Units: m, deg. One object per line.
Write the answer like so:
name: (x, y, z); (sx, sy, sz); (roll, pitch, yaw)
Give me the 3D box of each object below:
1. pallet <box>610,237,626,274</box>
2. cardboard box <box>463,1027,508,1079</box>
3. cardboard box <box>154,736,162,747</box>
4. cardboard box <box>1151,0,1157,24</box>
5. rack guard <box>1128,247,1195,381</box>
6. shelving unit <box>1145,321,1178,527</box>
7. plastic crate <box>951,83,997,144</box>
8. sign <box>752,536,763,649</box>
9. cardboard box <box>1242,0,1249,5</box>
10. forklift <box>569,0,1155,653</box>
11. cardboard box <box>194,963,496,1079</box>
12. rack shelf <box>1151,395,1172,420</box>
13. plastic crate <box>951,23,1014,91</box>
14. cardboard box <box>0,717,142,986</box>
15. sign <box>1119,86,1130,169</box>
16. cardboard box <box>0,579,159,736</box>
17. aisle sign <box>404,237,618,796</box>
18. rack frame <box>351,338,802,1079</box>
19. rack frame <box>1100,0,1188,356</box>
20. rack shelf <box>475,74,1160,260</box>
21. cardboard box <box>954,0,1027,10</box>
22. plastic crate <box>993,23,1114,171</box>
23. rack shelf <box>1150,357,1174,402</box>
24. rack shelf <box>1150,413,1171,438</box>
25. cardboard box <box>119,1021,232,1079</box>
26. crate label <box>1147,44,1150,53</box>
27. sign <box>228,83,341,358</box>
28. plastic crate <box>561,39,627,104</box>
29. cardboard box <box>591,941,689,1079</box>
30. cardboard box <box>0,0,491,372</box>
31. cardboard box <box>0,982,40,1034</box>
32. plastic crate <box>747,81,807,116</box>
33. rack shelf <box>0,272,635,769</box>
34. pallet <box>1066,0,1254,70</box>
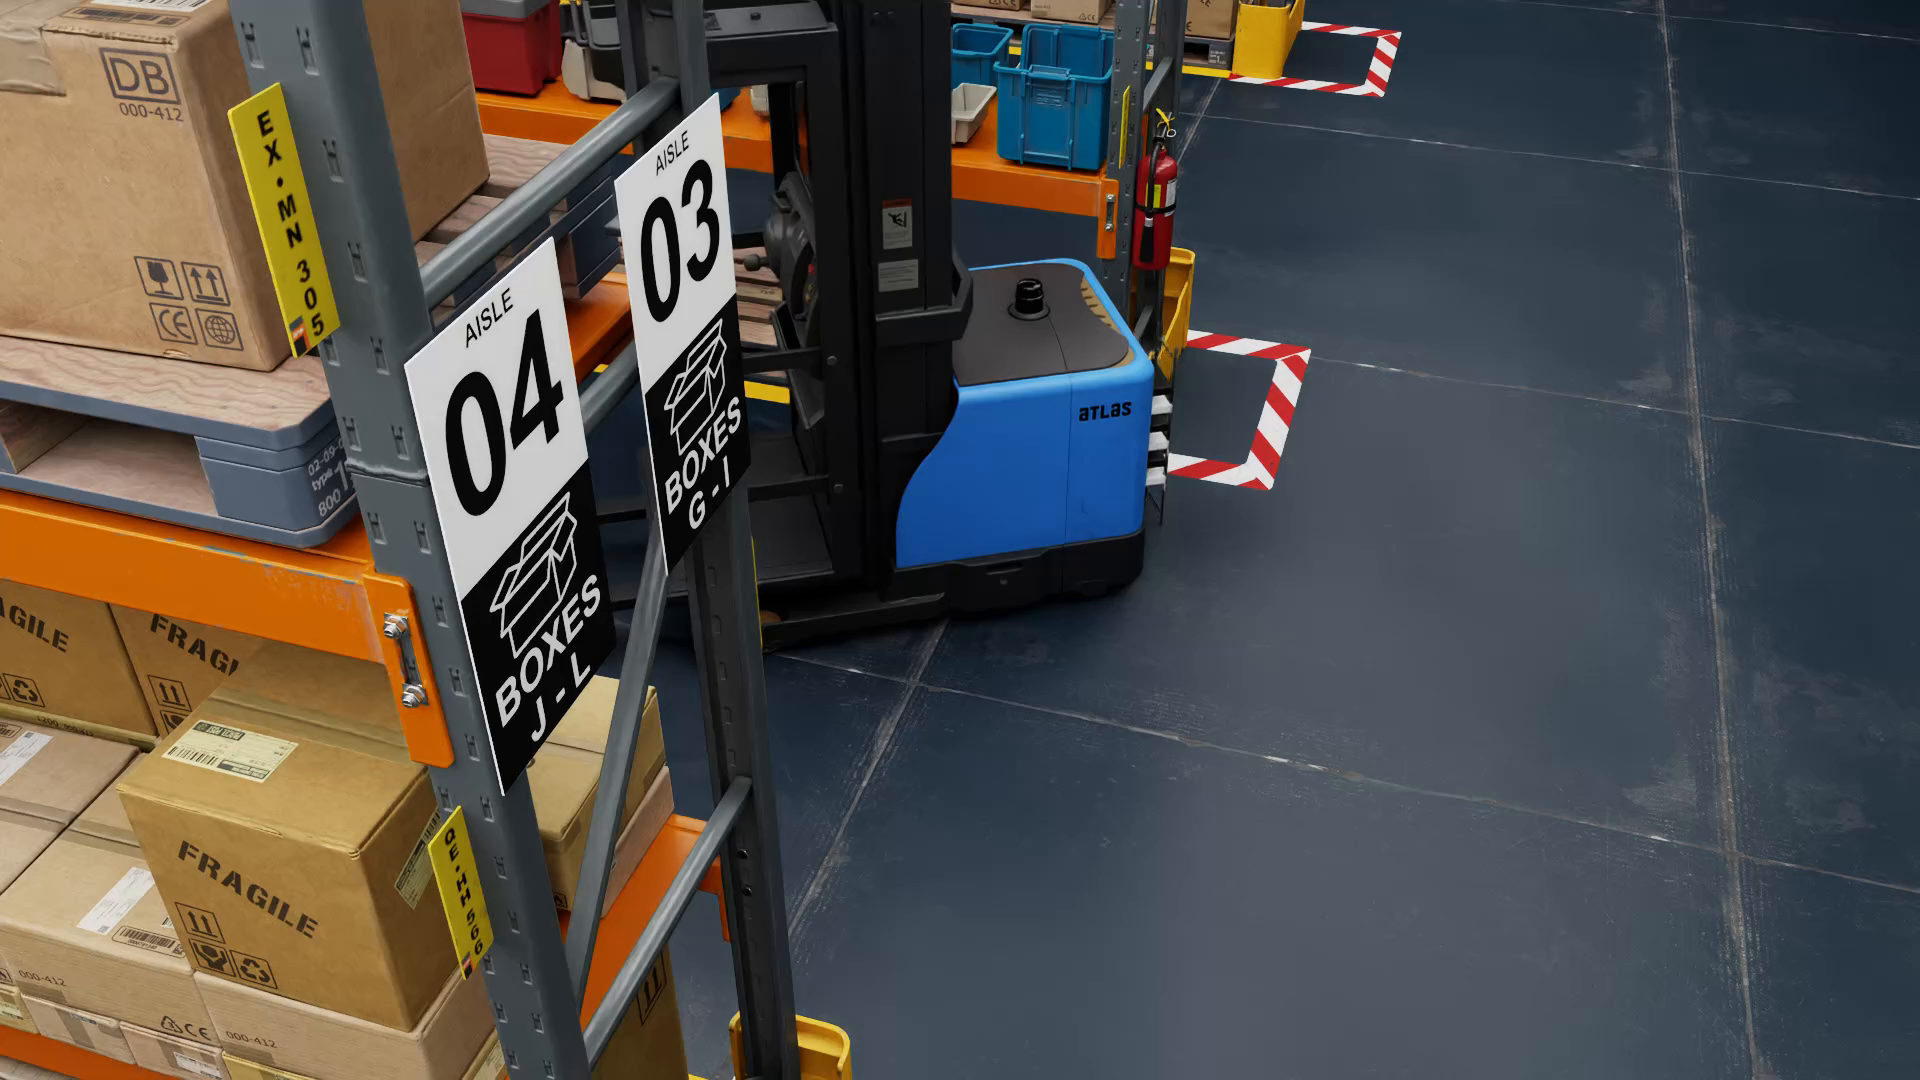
pallet: (-2.273, -1.437, 9.024); (1.213, 0.211, 1.003); (10, 38, 14)
cardboard box: (-1.083, 1.066, 3.483); (0.250, 0.149, 0.380); (11, 38, 15)
cardboard box: (-1.521, 0.457, 3.975); (0.500, 0.250, 0.500); (10, 38, 13)
cardboard box: (1.360, -3.878, 12.007); (0.250, 0.166, 0.380); (10, 38, 14)
rack guard: (0.858, -0.957, 8.129); (0.348, 0.500, 1.175); (10, 38, 14)
shelving unit: (0.761, -0.473, 7.133); (0.210, 0.900, 0.258); (-8, 37, -11)
plastic crate: (-0.001, -1.920, 7.500); (0.243, 0.136, 0.396); (10, 38, 14)
sign: (-0.474, 0.148, 3.721); (0.005, 0.325, 0.100); (10, 38, 14)
cardboard box: (2.015, -4.060, 12.270); (0.250, 0.149, 0.380); (10, 38, 14)
forklift: (-0.810, -1.049, 6.203); (3.031, 2.935, 1.130); (-8, 37, -11)
cardboard box: (-1.187, 0.847, 3.444); (0.500, 0.250, 0.500); (10, 38, 13)
rack shelf: (0.761, -0.591, 7.046); (0.200, 0.077, 0.258); (-8, 37, -11)
plastic crate: (0.066, -2.264, 7.886); (0.300, 0.233, 0.416); (10, 38, 14)
cardboard box: (-2.157, 0.667, 3.689); (0.500, 0.250, 0.500); (9, 37, 12)
sign: (0.683, -1.712, 6.908); (0.005, 0.325, 0.100); (10, 38, 14)
cardboard box: (-1.997, 0.066, 3.872); (0.500, 0.500, 0.500); (10, 37, 13)
aisle sign: (-0.666, -0.023, 2.557); (0.004, 0.787, 0.394); (10, 38, 14)
rack frame: (-0.645, 0.842, 3.576); (0.127, 3.000, 1.000); (10, 38, 14)
rack frame: (0.832, -1.961, 7.383); (0.127, 3.000, 1.000); (10, 38, 14)
rack shelf: (-1.078, -2.024, 8.077); (4.000, 0.370, 1.077); (10, 38, 14)
cardboard box: (0.289, -4.312, 12.313); (0.637, 0.503, 0.797); (10, 38, 14)
plastic crate: (0.456, -1.953, 7.292); (0.499, 0.435, 0.616); (10, 38, 14)
rack shelf: (0.761, -0.664, 6.993); (0.200, 0.077, 0.258); (-8, 37, -11)
rack shelf: (0.761, -0.519, 7.100); (0.200, 0.077, 0.258); (-8, 37, -11)
cardboard box: (-1.573, 0.976, 3.605); (0.250, 0.149, 0.380); (11, 38, 14)
crate label: (0.694, -2.147, 7.728); (0.303, 0.233, 0.416); (10, 38, 14)
sign: (-0.820, -0.386, 2.034); (0.005, 0.325, 0.100); (10, 38, 14)
plastic crate: (-1.584, -2.270, 7.853); (0.530, 0.282, 0.437); (10, 38, 14)
cardboard box: (-1.280, 1.460, 4.173); (0.875, 0.875, 0.875); (10, 38, 14)
cardboard box: (-1.158, -0.678, 2.587); (0.500, 0.500, 0.700); (8, 37, 11)
cardboard box: (-2.059, 0.887, 3.727); (0.250, 0.149, 0.380); (10, 37, 13)
plastic crate: (-0.834, -2.057, 7.686); (0.250, 0.136, 0.298); (10, 38, 14)
rack shelf: (-2.554, -0.430, 3.380); (4.000, 0.370, 1.077); (10, 38, 14)
pallet: (1.478, -3.793, 12.226); (1.213, 0.211, 1.003); (10, 38, 14)
